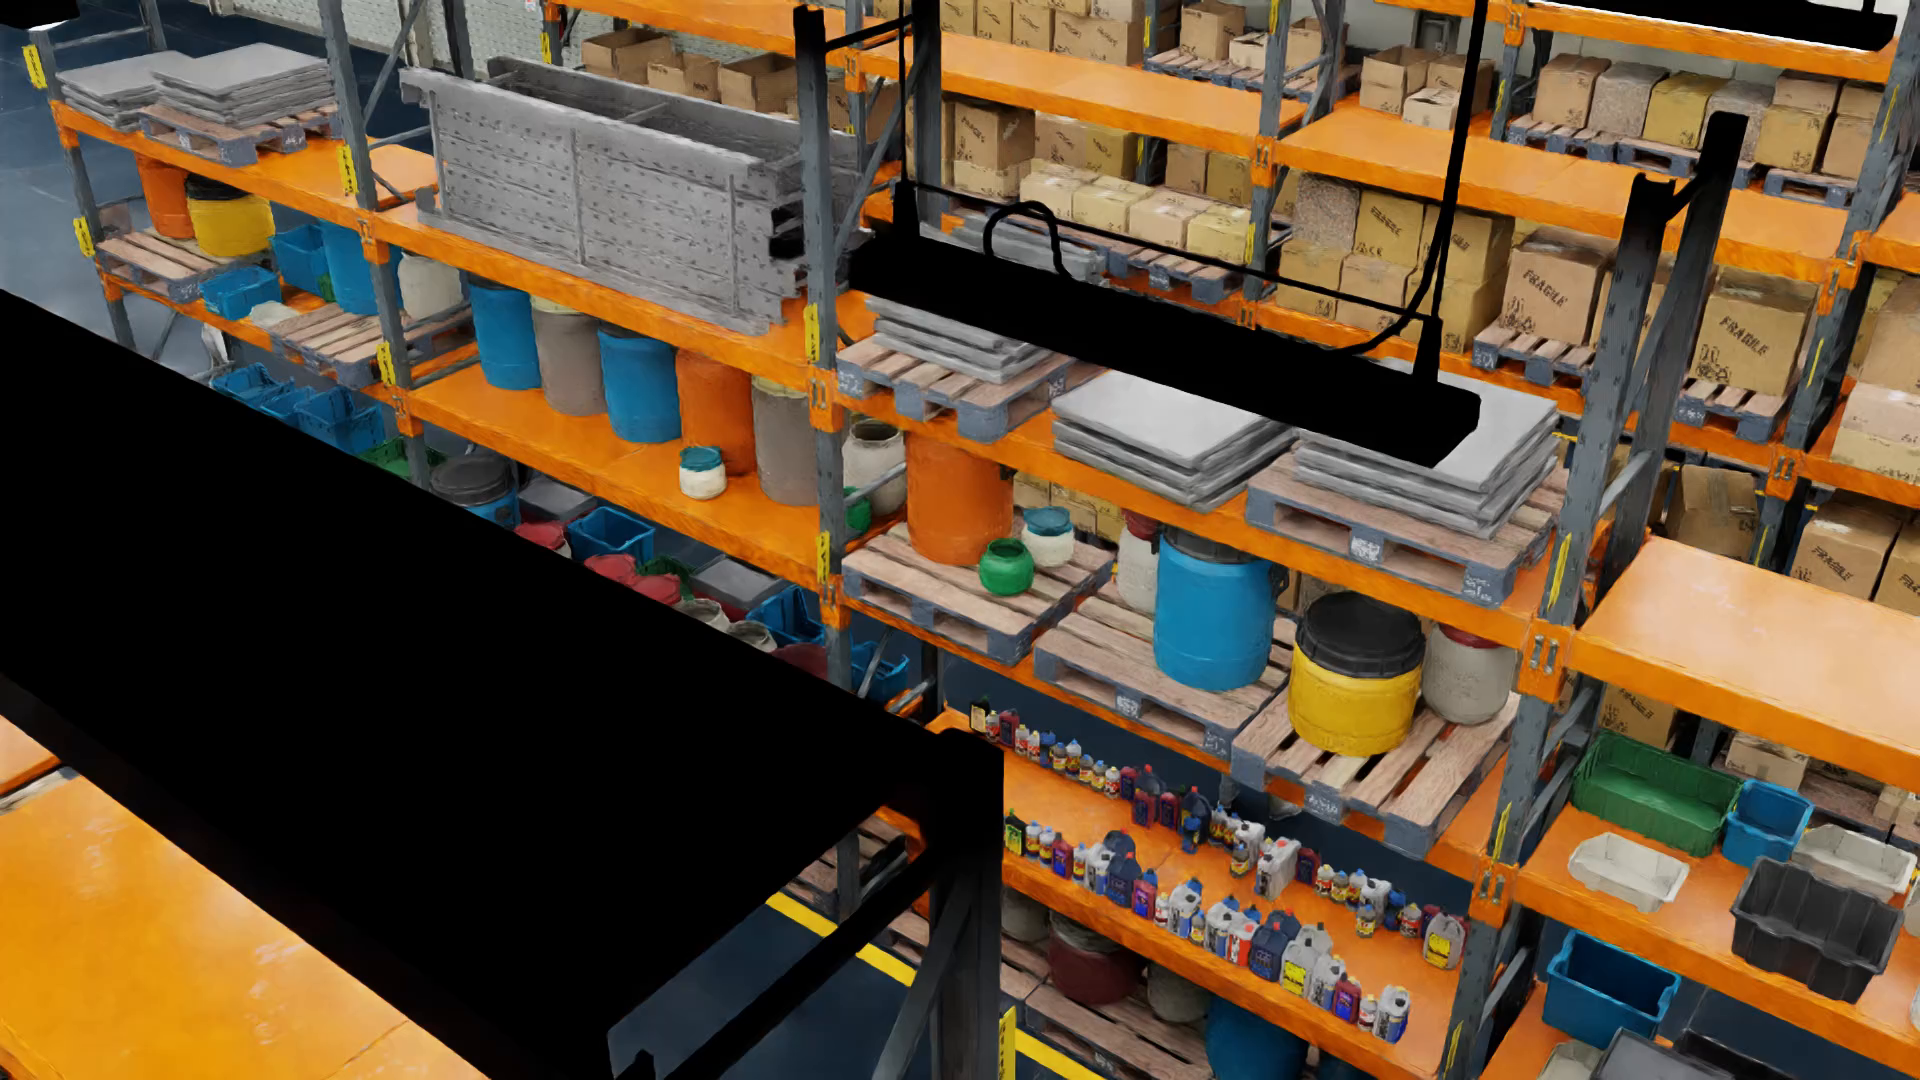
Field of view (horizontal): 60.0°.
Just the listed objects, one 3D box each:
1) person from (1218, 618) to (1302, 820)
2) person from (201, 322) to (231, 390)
[{"bbox_3d":[2.185,1.234,11.647,0.565,1.657,0.611,-15,35,-23],"label":"person"},{"bbox_3d":[-7.522,-2.049,17.010,0.539,1.663,0.573,-13,34,-20],"label":"person"}]
